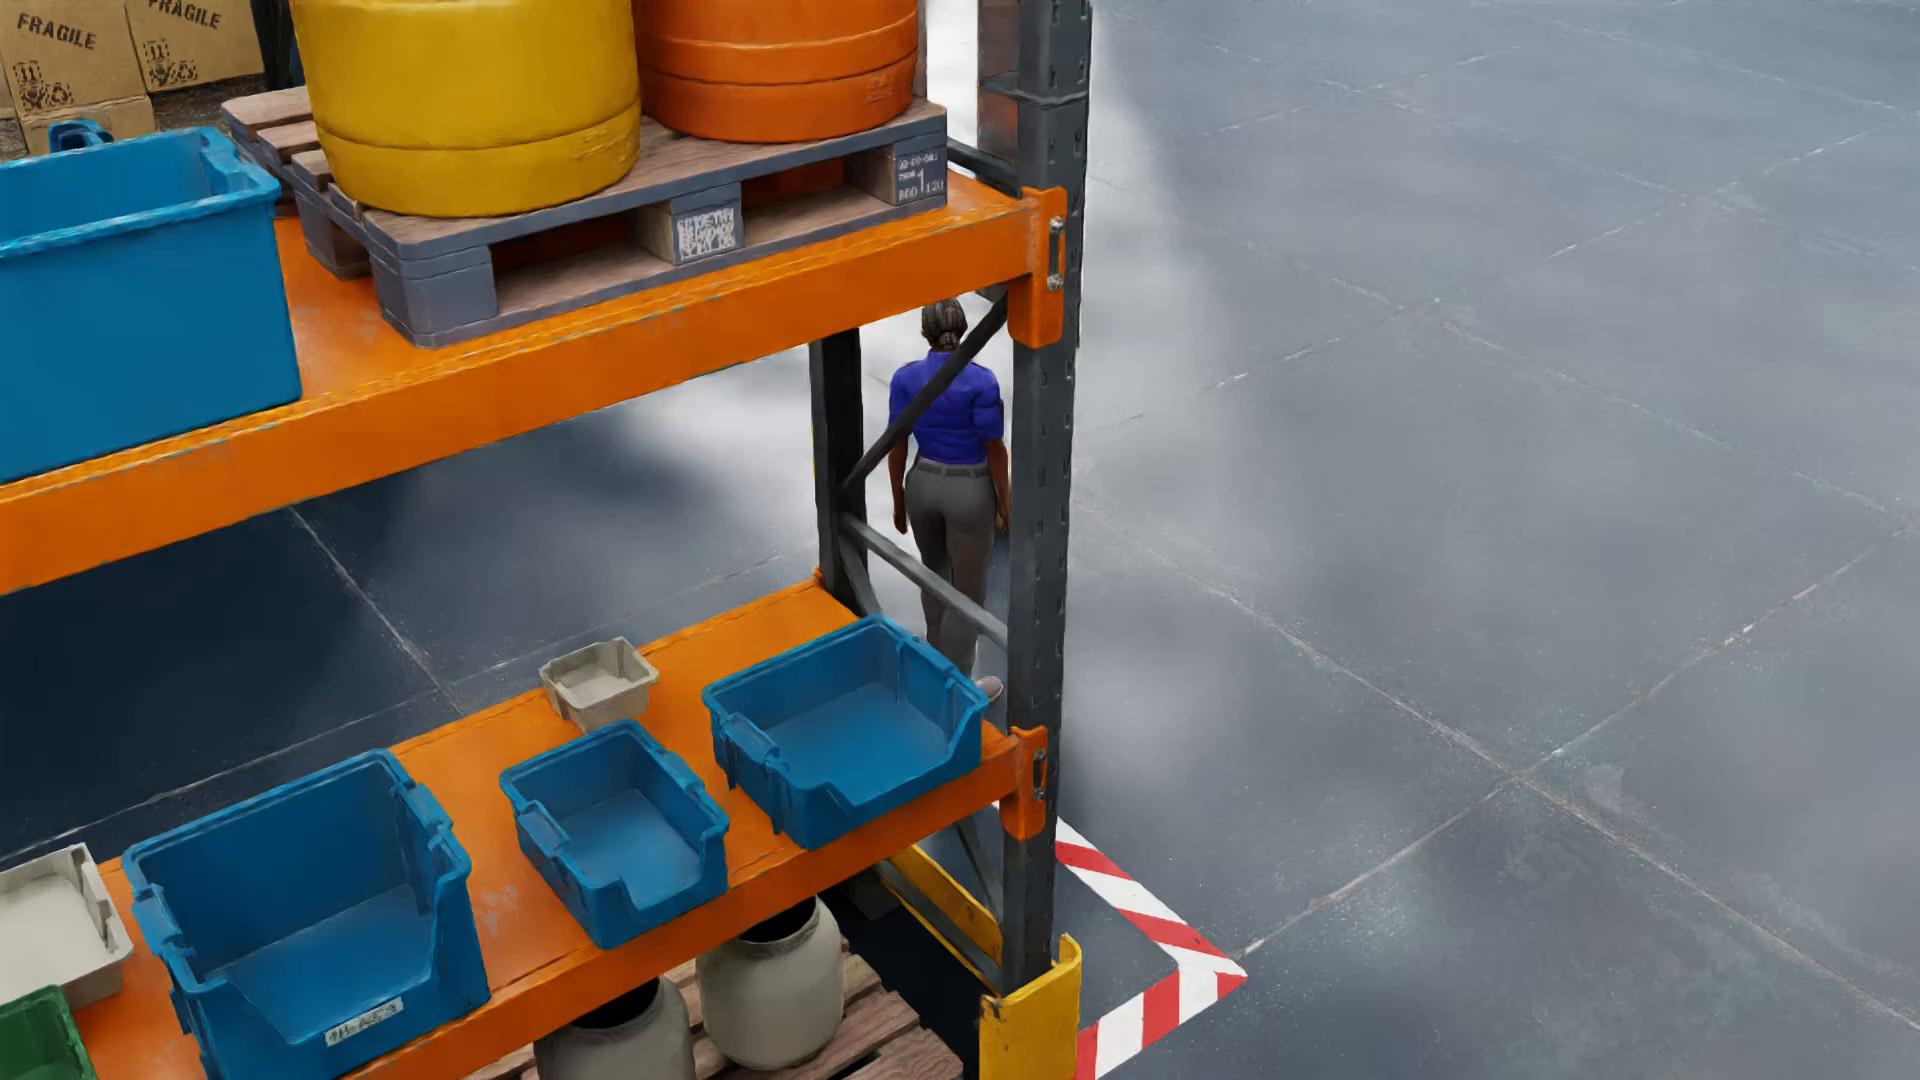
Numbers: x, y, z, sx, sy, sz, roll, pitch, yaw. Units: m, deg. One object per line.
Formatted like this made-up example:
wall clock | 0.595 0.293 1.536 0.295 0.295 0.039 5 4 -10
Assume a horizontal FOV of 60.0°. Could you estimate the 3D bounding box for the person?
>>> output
person | -0.043 -0.136 6.362 0.498 1.646 0.546 10 34 16
